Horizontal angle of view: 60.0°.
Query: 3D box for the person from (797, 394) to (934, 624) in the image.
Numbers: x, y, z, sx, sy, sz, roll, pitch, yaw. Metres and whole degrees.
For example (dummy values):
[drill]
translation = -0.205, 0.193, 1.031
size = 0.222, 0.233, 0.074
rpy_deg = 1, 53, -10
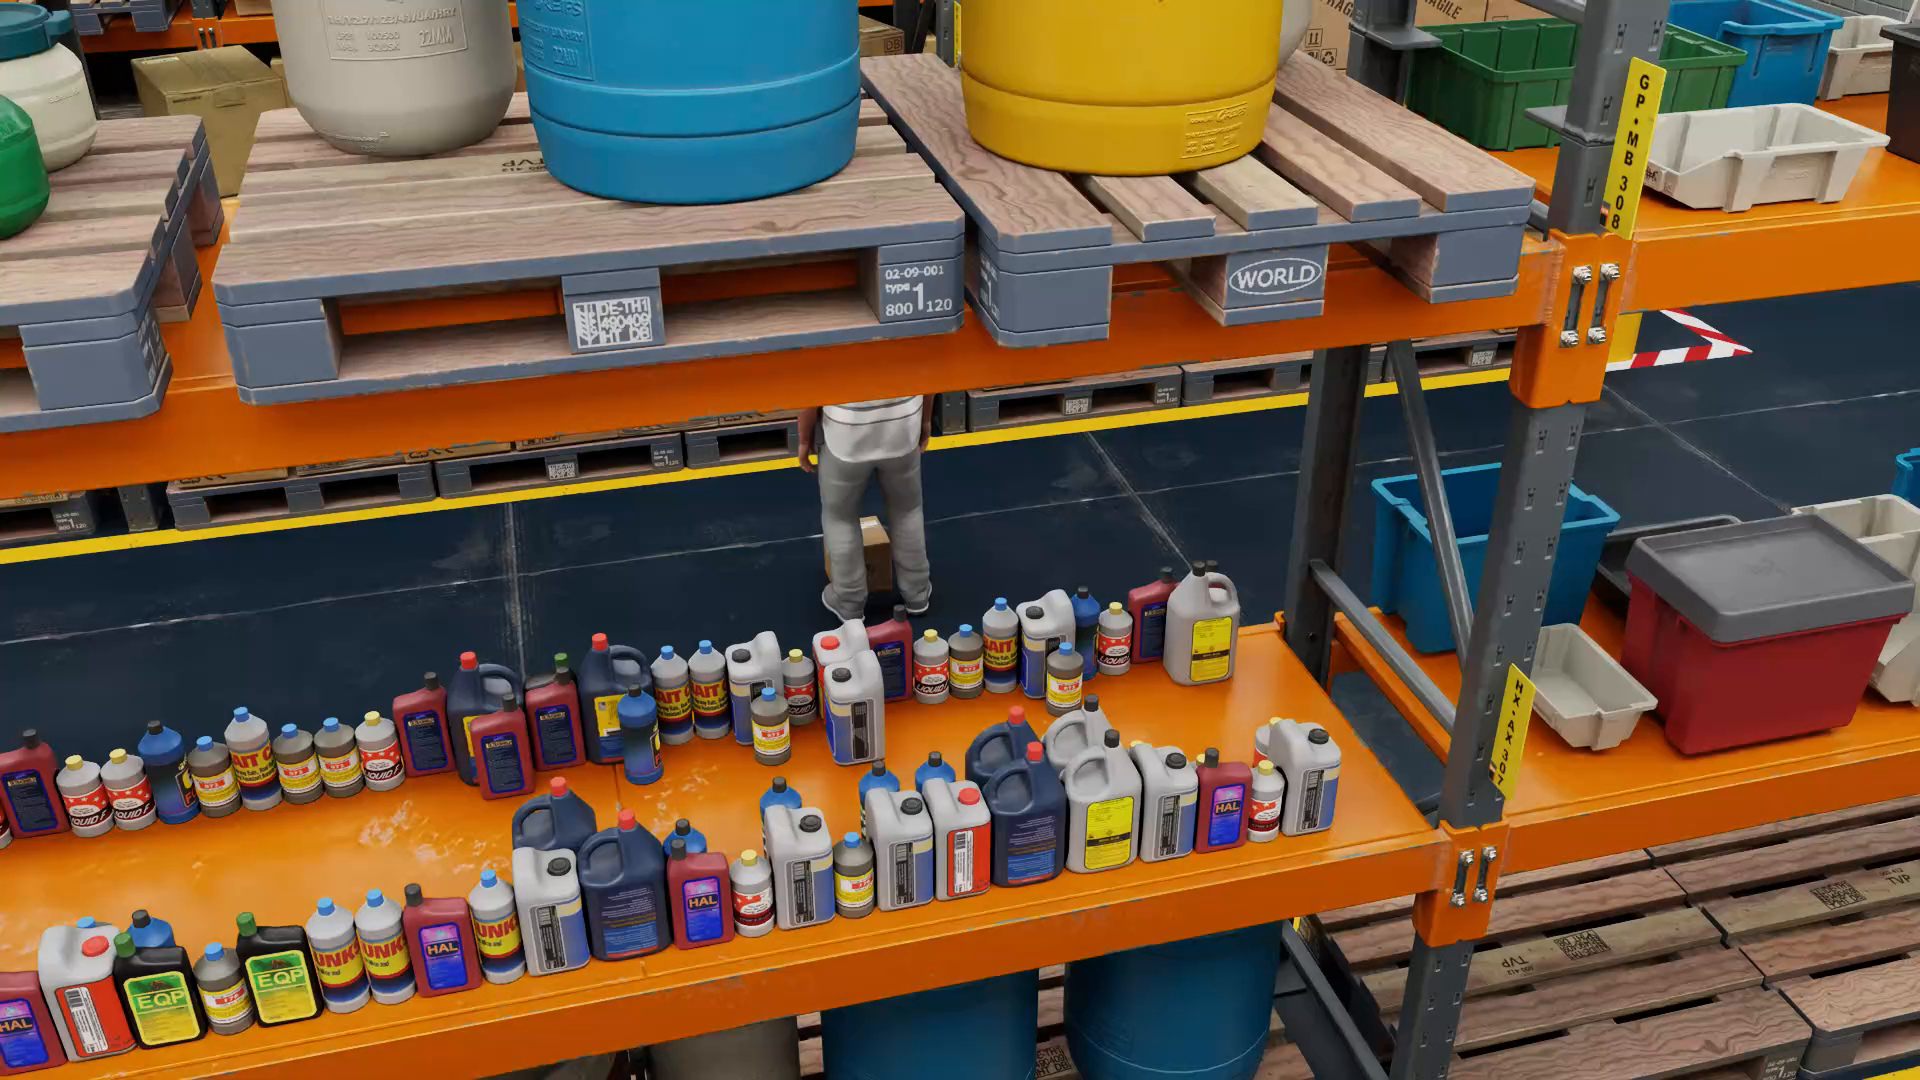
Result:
[person]
translation = -0.379, -0.441, 6.885
size = 0.603, 1.747, 0.437
rpy_deg = -10, 31, -16
